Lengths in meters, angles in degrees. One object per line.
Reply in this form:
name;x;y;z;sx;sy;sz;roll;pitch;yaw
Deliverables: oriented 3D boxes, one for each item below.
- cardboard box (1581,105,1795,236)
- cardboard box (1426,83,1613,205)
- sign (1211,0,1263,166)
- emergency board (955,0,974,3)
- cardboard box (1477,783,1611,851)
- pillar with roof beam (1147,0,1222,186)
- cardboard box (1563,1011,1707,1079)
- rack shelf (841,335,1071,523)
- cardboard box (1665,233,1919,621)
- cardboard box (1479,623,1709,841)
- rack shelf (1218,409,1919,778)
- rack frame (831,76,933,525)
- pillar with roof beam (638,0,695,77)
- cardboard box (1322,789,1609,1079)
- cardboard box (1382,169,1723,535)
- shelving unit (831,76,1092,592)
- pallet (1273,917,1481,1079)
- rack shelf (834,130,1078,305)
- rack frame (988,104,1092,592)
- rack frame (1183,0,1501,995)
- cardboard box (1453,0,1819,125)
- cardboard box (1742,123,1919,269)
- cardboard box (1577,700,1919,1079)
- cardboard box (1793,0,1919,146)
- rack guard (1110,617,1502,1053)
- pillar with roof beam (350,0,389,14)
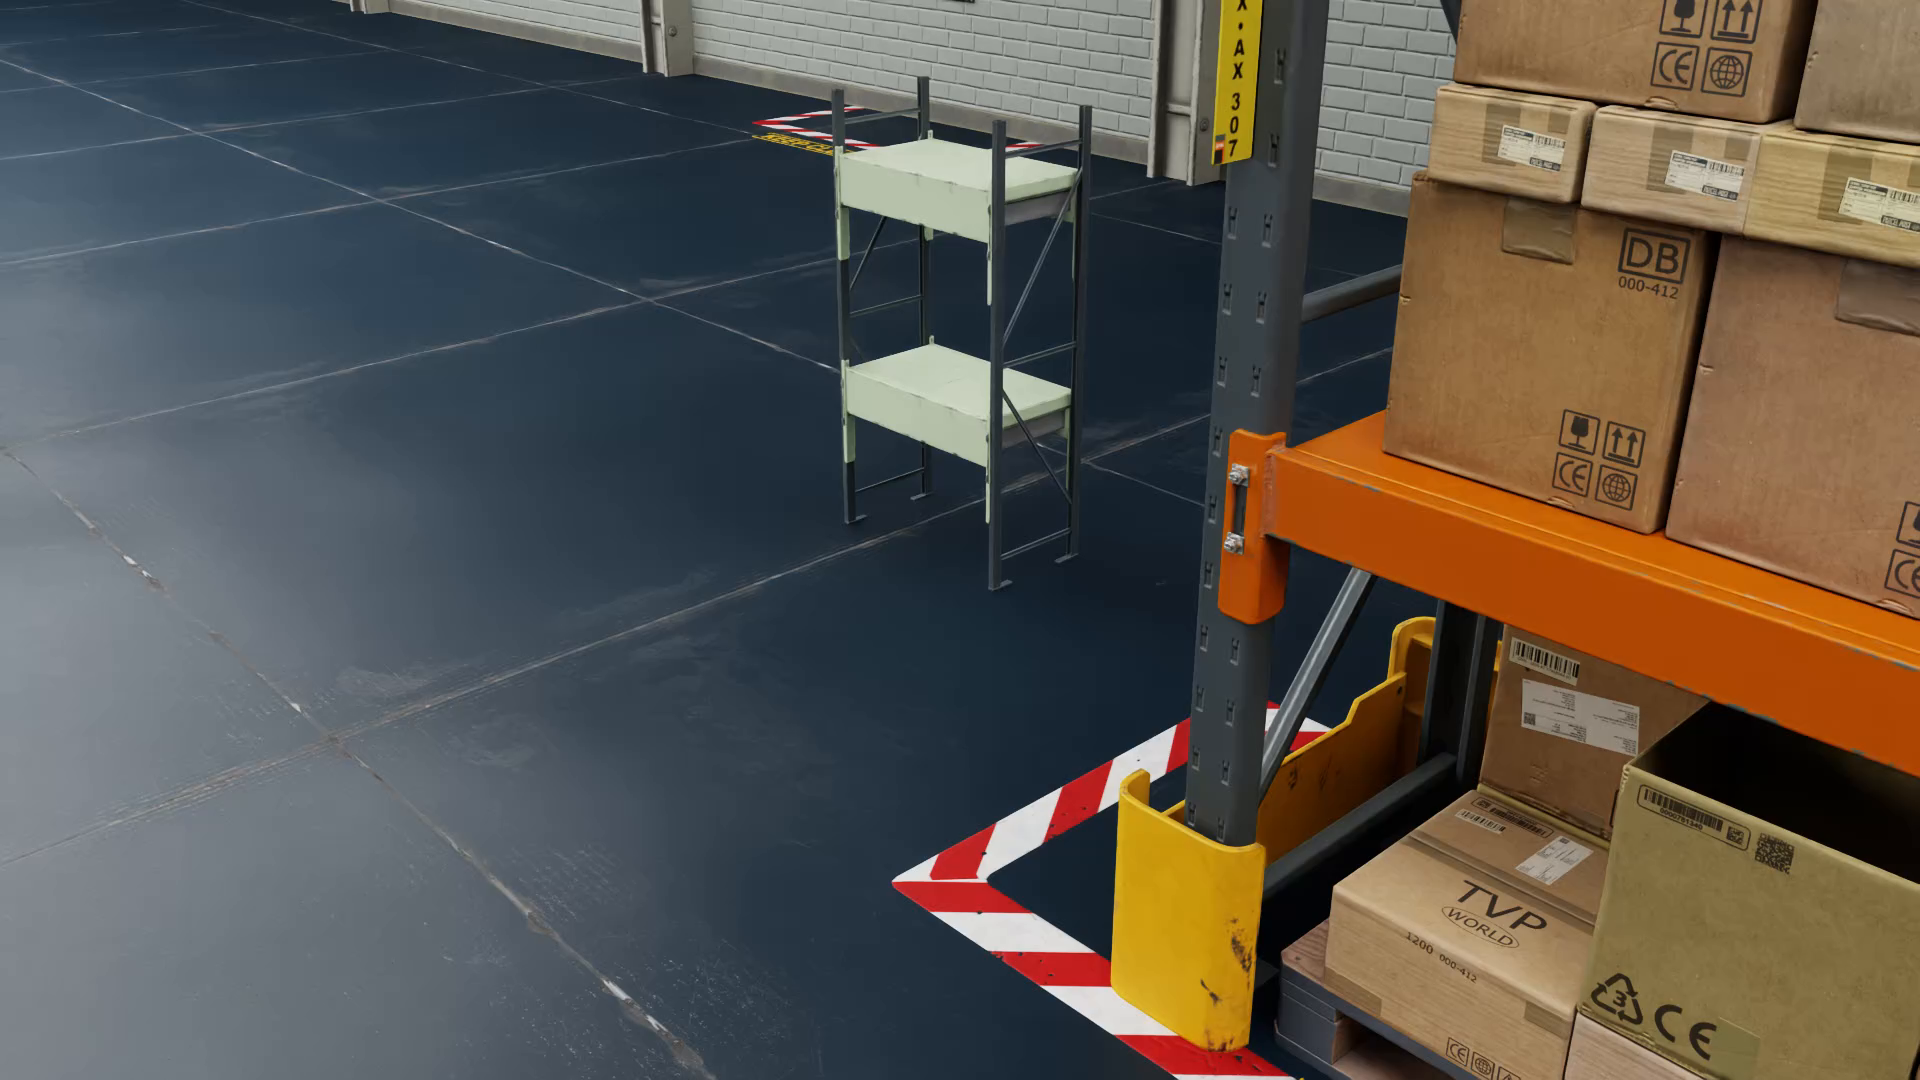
cardboard box;1.156;-0.587;2.520;0.380;0.149;0.250;-22;33;-40
cardboard box;0.973;-0.666;2.694;0.380;0.149;0.250;-22;32;-39
sign;0.453;-0.780;2.707;0.100;0.325;0.005;-21;32;-38
emergency board;-0.169;-4.530;12.066;0.157;1.169;0.626;-21;32;-38
cardboard box;1.444;0.633;3.555;0.500;0.250;0.500;-21;32;-38
pillar with roof beam;-1.658;-5.271;6.462;9.100;9.000;0.400;-21;32;-38
cardboard box;1.411;0.931;2.903;0.500;0.250;0.500;-21;32;-38
rack shelf;-0.005;-0.388;5.578;0.431;0.370;0.720;-21;32;-38
cardboard box;1.534;-0.248;2.559;0.700;0.500;0.500;-20;31;-37
cardboard box;1.446;0.291;3.401;0.500;0.500;0.500;-21;32;-38
rack shelf;2.229;0.428;2.065;1.077;0.370;4.000;-21;32;-38
rack frame;-0.255;-0.795;5.686;0.400;1.500;0.023;-21;32;-38
pillar with roof beam;-5.759;-7.089;10.447;9.100;9.000;0.400;-21;32;-38
cardboard box;1.066;0.780;3.233;0.500;0.250;0.500;-21;32;-38
cardboard box;1.172;-0.406;2.905;0.700;0.500;0.500;-21;32;-38
shelving unit;-0.005;-0.684;5.443;0.431;1.500;0.755;-21;32;-38
pallet;1.415;0.983;3.341;1.003;0.211;1.213;-21;32;-38
rack shelf;-0.005;-1.039;5.281;0.431;0.370;0.720;-21;32;-38
rack frame;0.246;-0.573;5.200;0.400;1.500;0.023;-21;32;-38
rack frame;0.862;-0.505;3.244;1.000;3.000;0.127;-21;32;-38
cardboard box;1.208;-0.980;2.601;0.700;0.500;0.500;-21;32;-38
cardboard box;1.325;-0.511;2.354;0.380;0.149;0.250;-21;32;-38
cardboard box;1.409;0.590;2.746;0.500;0.500;0.500;-21;32;-38
cardboard box;1.572;-0.822;2.255;0.700;0.500;0.500;-22;33;-40
rack guard;0.846;0.625;3.779;1.175;0.500;0.348;-21;32;-38
pillar with roof beam;-9.860;-8.907;14.432;9.100;9.000;0.400;-21;32;-38
